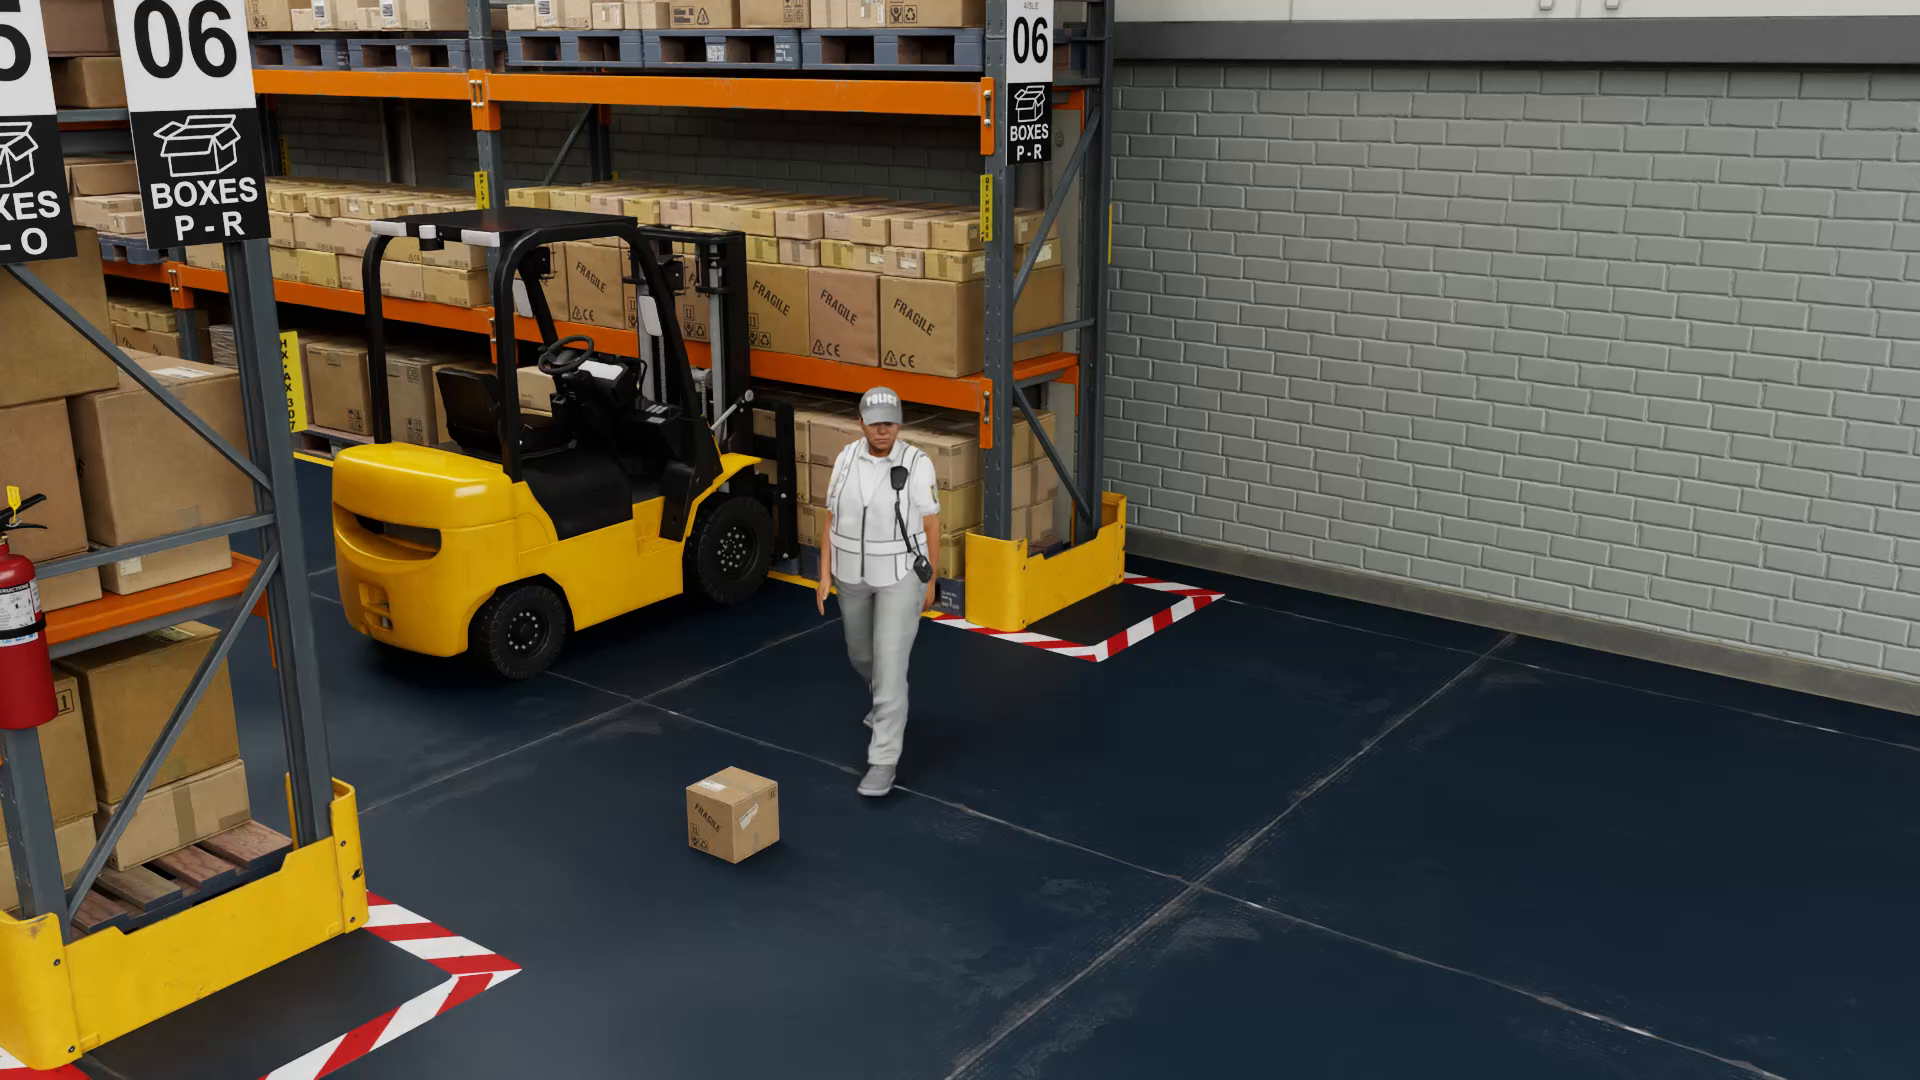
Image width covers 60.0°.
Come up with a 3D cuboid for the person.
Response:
[{"bbox_3d":[-0.334,0.234,7.076,0.425,1.340,0.736,7,18,21],"label":"person"}]
